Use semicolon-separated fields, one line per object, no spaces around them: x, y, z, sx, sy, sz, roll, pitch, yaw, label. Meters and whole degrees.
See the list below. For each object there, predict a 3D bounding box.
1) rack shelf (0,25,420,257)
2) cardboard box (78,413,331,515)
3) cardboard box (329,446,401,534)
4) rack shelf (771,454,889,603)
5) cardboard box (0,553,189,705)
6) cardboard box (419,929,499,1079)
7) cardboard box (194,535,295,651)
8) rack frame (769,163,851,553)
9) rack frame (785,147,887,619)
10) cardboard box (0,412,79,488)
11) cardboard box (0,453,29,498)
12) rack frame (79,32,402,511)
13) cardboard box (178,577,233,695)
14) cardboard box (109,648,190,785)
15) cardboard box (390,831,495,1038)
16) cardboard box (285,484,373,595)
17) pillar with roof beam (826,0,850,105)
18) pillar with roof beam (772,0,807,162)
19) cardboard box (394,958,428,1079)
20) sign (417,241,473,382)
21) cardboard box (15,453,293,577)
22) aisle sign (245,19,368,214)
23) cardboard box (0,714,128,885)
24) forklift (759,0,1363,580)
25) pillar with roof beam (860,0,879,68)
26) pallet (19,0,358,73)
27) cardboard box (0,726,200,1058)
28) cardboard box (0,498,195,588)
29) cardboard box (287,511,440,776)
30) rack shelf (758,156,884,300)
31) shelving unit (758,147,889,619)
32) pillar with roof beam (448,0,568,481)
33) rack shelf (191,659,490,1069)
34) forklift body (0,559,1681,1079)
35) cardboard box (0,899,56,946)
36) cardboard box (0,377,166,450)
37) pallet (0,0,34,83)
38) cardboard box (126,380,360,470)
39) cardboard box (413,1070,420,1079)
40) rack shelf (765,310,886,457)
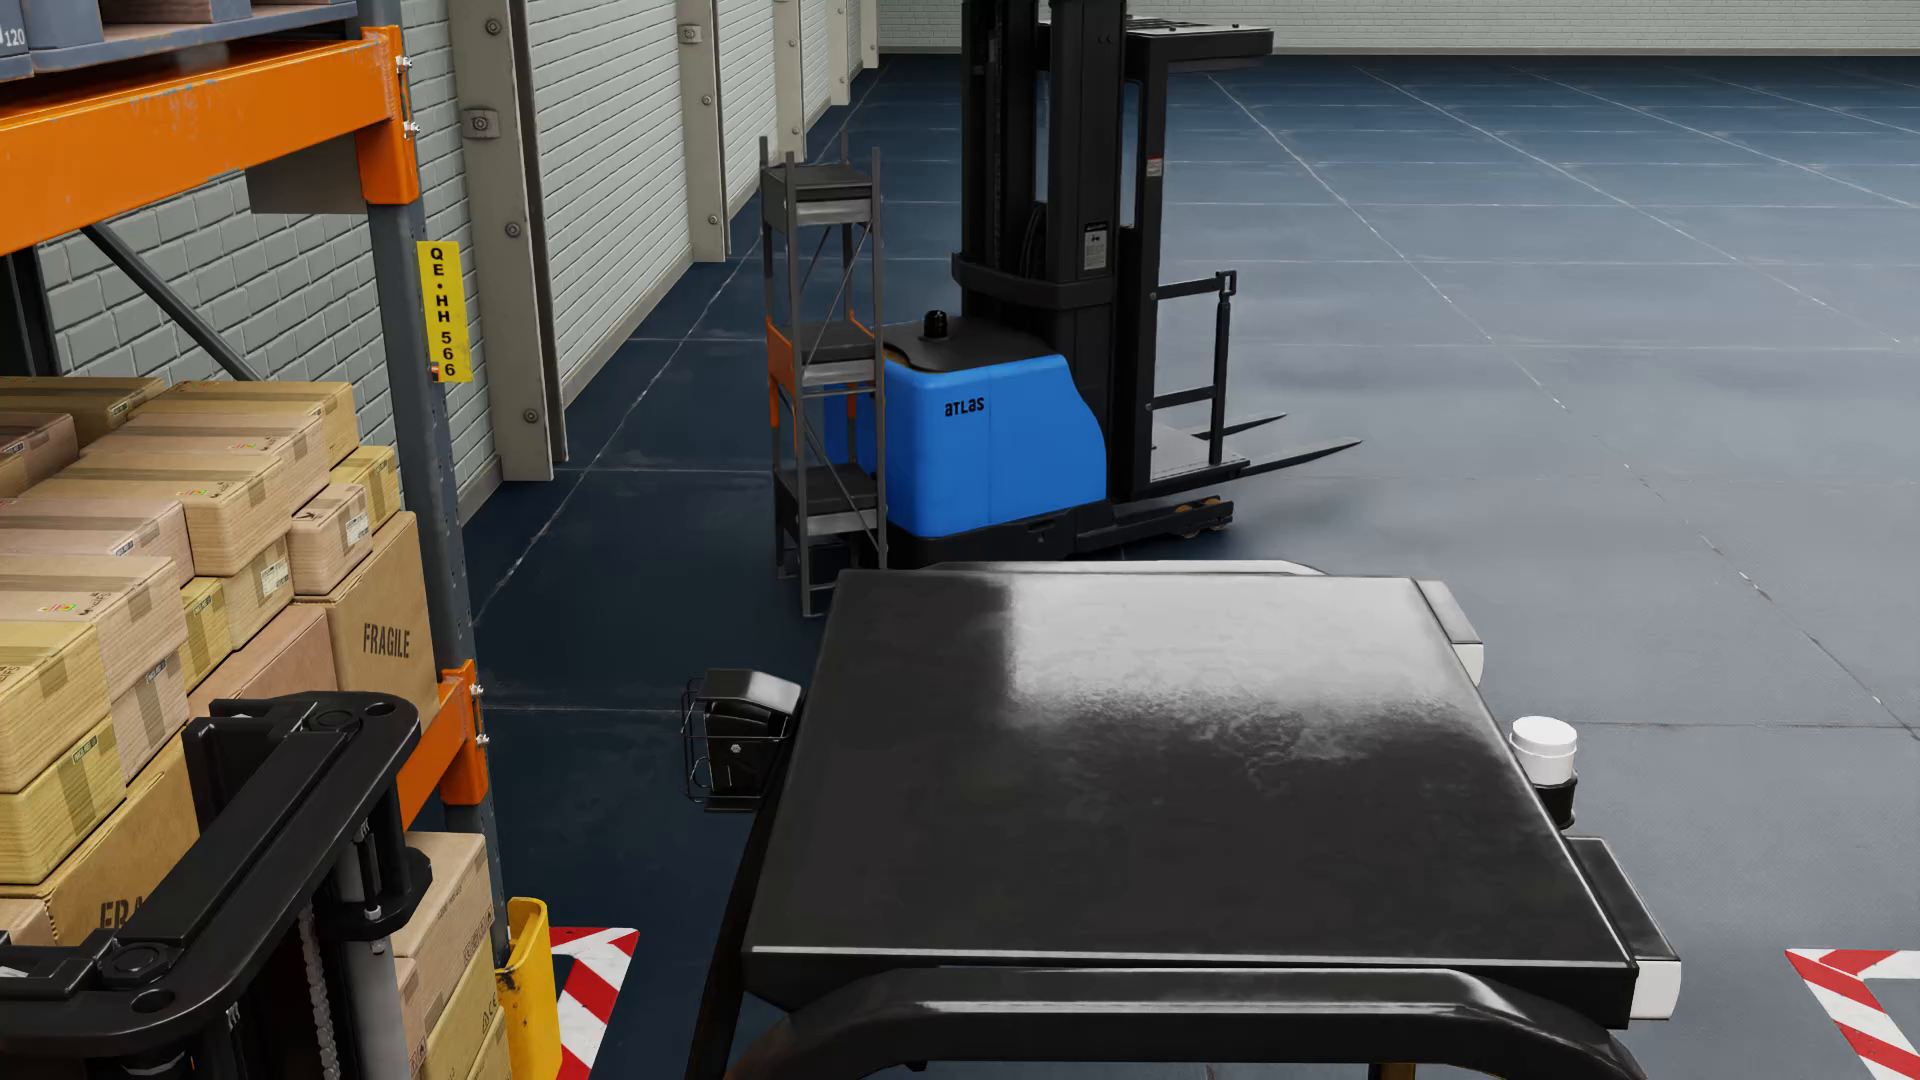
-1.778;-0.218;1.792;1.077;0.370;4.000;1;21;2;rack shelf
-1.494;-0.144;3.308;0.380;0.149;0.250;1;21;2;cardboard box
-1.448;-0.099;3.601;0.380;0.149;0.250;1;21;2;cardboard box
-0.608;-0.062;7.758;0.431;0.518;0.480;-7;22;-18;rack shelf
-1.454;0.135;2.588;0.380;0.149;0.250;1;21;3;cardboard box
-1.420;1.154;3.936;0.500;0.250;0.500;0;21;1;cardboard box
-1.495;0.087;3.122;0.380;0.149;0.250;1;21;3;cardboard box
-0.690;-0.810;7.714;0.380;1.831;0.006;-7;22;-18;rack frame
-0.528;-0.644;7.285;0.400;2.100;0.015;-7;22;-18;rack frame
-2.012;-0.151;3.326;0.380;0.149;0.250;1;21;3;cardboard box
-1.977;-0.057;3.082;0.380;0.149;0.250;1;21;3;cardboard box
-1.714;0.122;4.068;0.949;2.616;0.053;1;21;2;rack frame
-1.514;0.177;2.892;0.380;0.149;0.250;0;21;1;cardboard box
-1.475;0.274;2.641;0.380;0.149;0.250;0;21;0;cardboard box
-1.419;0.912;3.870;0.500;0.250;0.500;1;21;3;cardboard box
-1.426;-0.006;3.362;0.380;0.149;0.250;1;21;2;cardboard box
2.394;-11.063;24.602;9.100;9.000;0.400;1;21;2;pillar with roof beam
2.211;-8.894;19.011;9.100;9.000;0.400;1;21;2;pillar with roof beam
-1.429;1.097;3.394;0.500;0.250;0.500;1;21;3;cardboard box
-1.175;-0.517;3.787;0.100;0.325;0.005;1;21;2;sign
-1.475;-0.049;3.063;0.380;0.149;0.250;1;21;3;cardboard box
-1.422;-1.110;3.650;0.394;0.787;0.004;1;21;2;aisle sign
-1.462;0.366;2.405;0.380;0.149;0.250;1;21;2;cardboard box
0.638;-1.479;8.289;3.464;2.935;1.130;-13;25;-31;forklift
2.576;-13.233;30.193;9.100;9.000;0.400;1;21;2;pillar with roof beam
-1.765;-0.980;2.883;1.003;0.211;1.213;1;21;2;pallet
-1.510;0.629;2.623;0.500;0.500;0.500;0;21;1;cardboard box
-1.557;0.040;2.834;0.380;0.149;0.250;1;21;2;cardboard box
-1.470;0.256;3.584;0.500;0.500;0.500;0;21;0;cardboard box
-0.609;-1.367;7.251;0.431;0.518;0.480;-7;22;-18;rack shelf
-0.608;-0.726;7.498;0.431;2.100;0.499;-7;22;-18;shelving unit
1.846;-4.555;7.828;9.100;9.000;0.400;1;21;2;pillar with roof beam
-1.778;1.181;2.334;1.077;0.370;4.000;1;21;2;rack shelf
0.049;1.223;2.403;2.313;2.155;1.214;1;21;2;forklift body
-1.514;0.811;2.154;0.500;0.500;0.500;1;21;2;cardboard box
-1.941;-0.247;3.572;0.380;0.149;0.250;0;21;1;cardboard box
-1.799;-0.538;1.743;1.003;0.211;1.213;1;21;2;pallet
-1.517;-0.234;3.539;0.380;0.149;0.250;1;21;2;cardboard box
-1.446;1.336;3.469;0.500;0.250;0.500;0;21;1;cardboard box
-0.609;-0.714;7.504;0.431;0.518;0.480;-7;22;-18;rack shelf
